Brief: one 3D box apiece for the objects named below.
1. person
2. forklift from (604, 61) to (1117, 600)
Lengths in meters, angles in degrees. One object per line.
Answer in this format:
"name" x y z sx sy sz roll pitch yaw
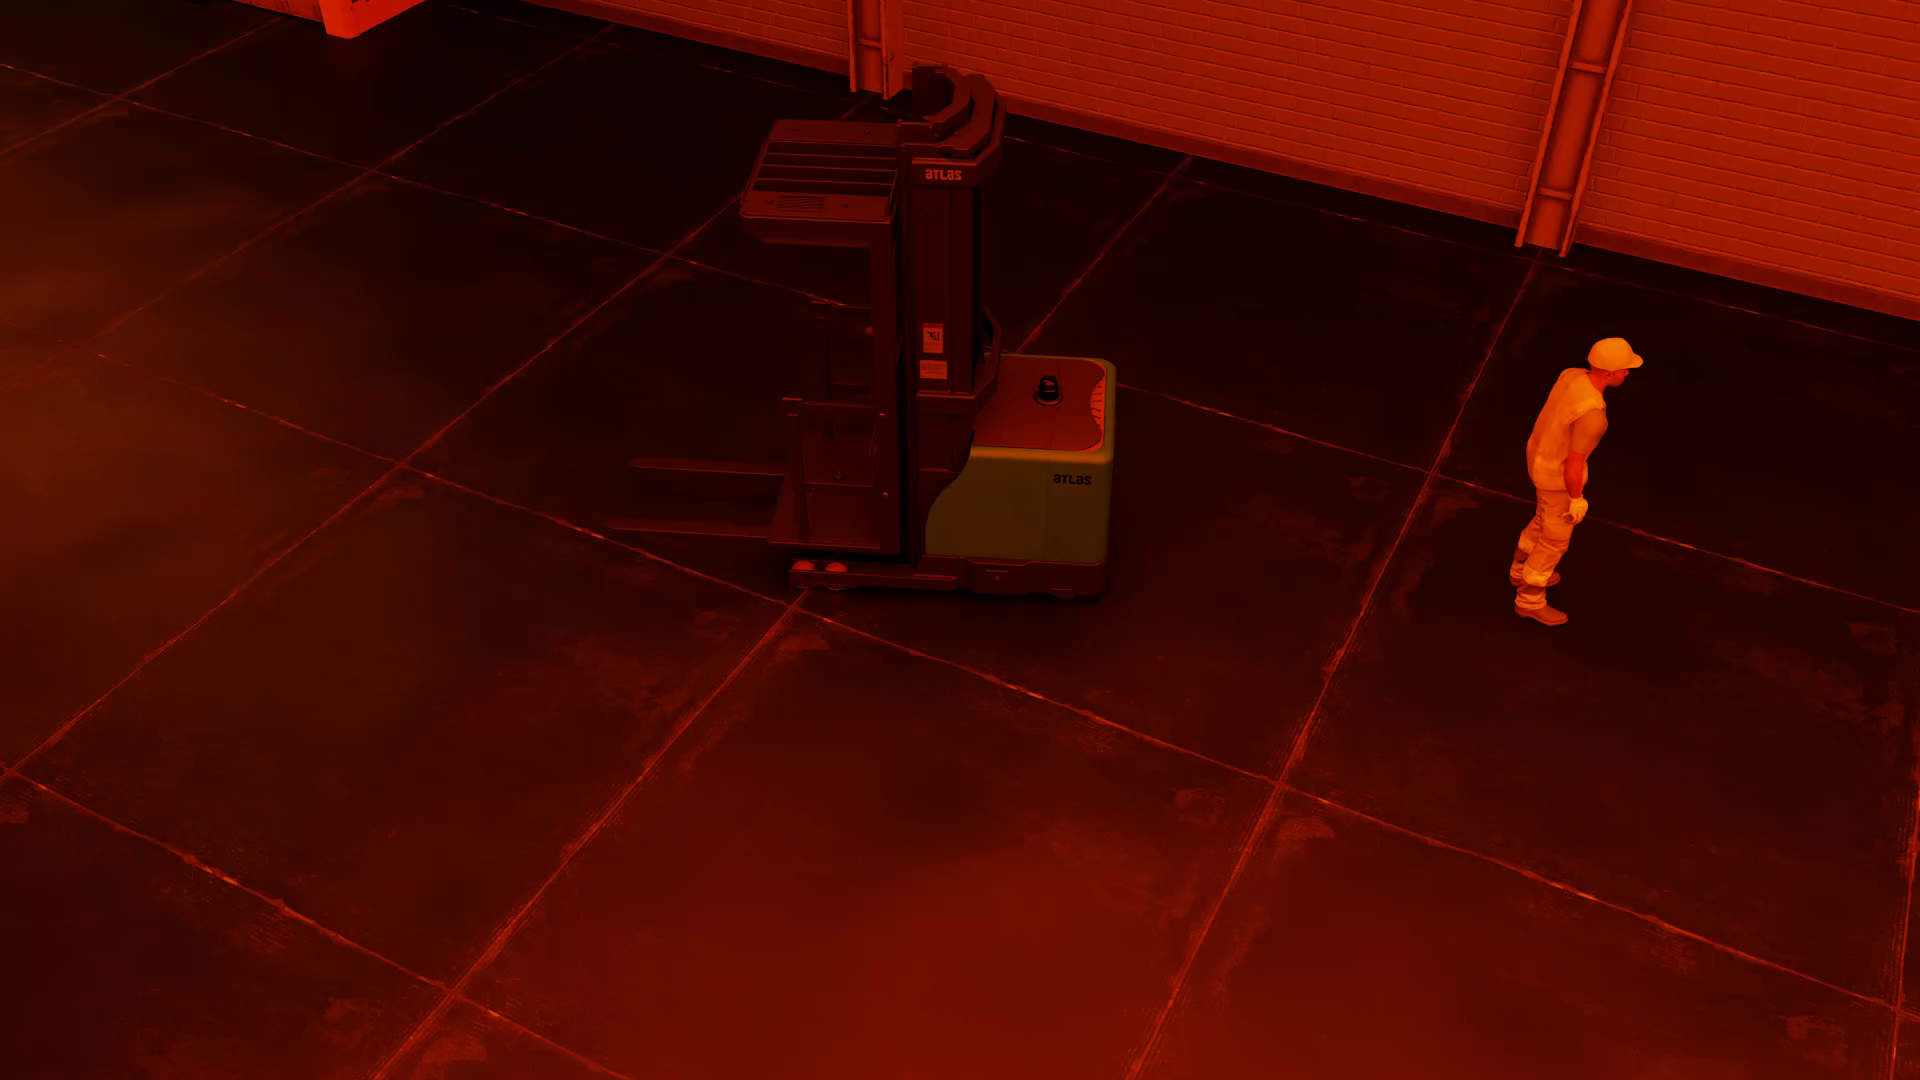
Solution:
"person" 3.396 -0.364 9.315 0.448 1.779 0.619 4 40 5
"forklift" -0.606 -1.157 9.360 3.031 2.935 1.130 3 40 4
